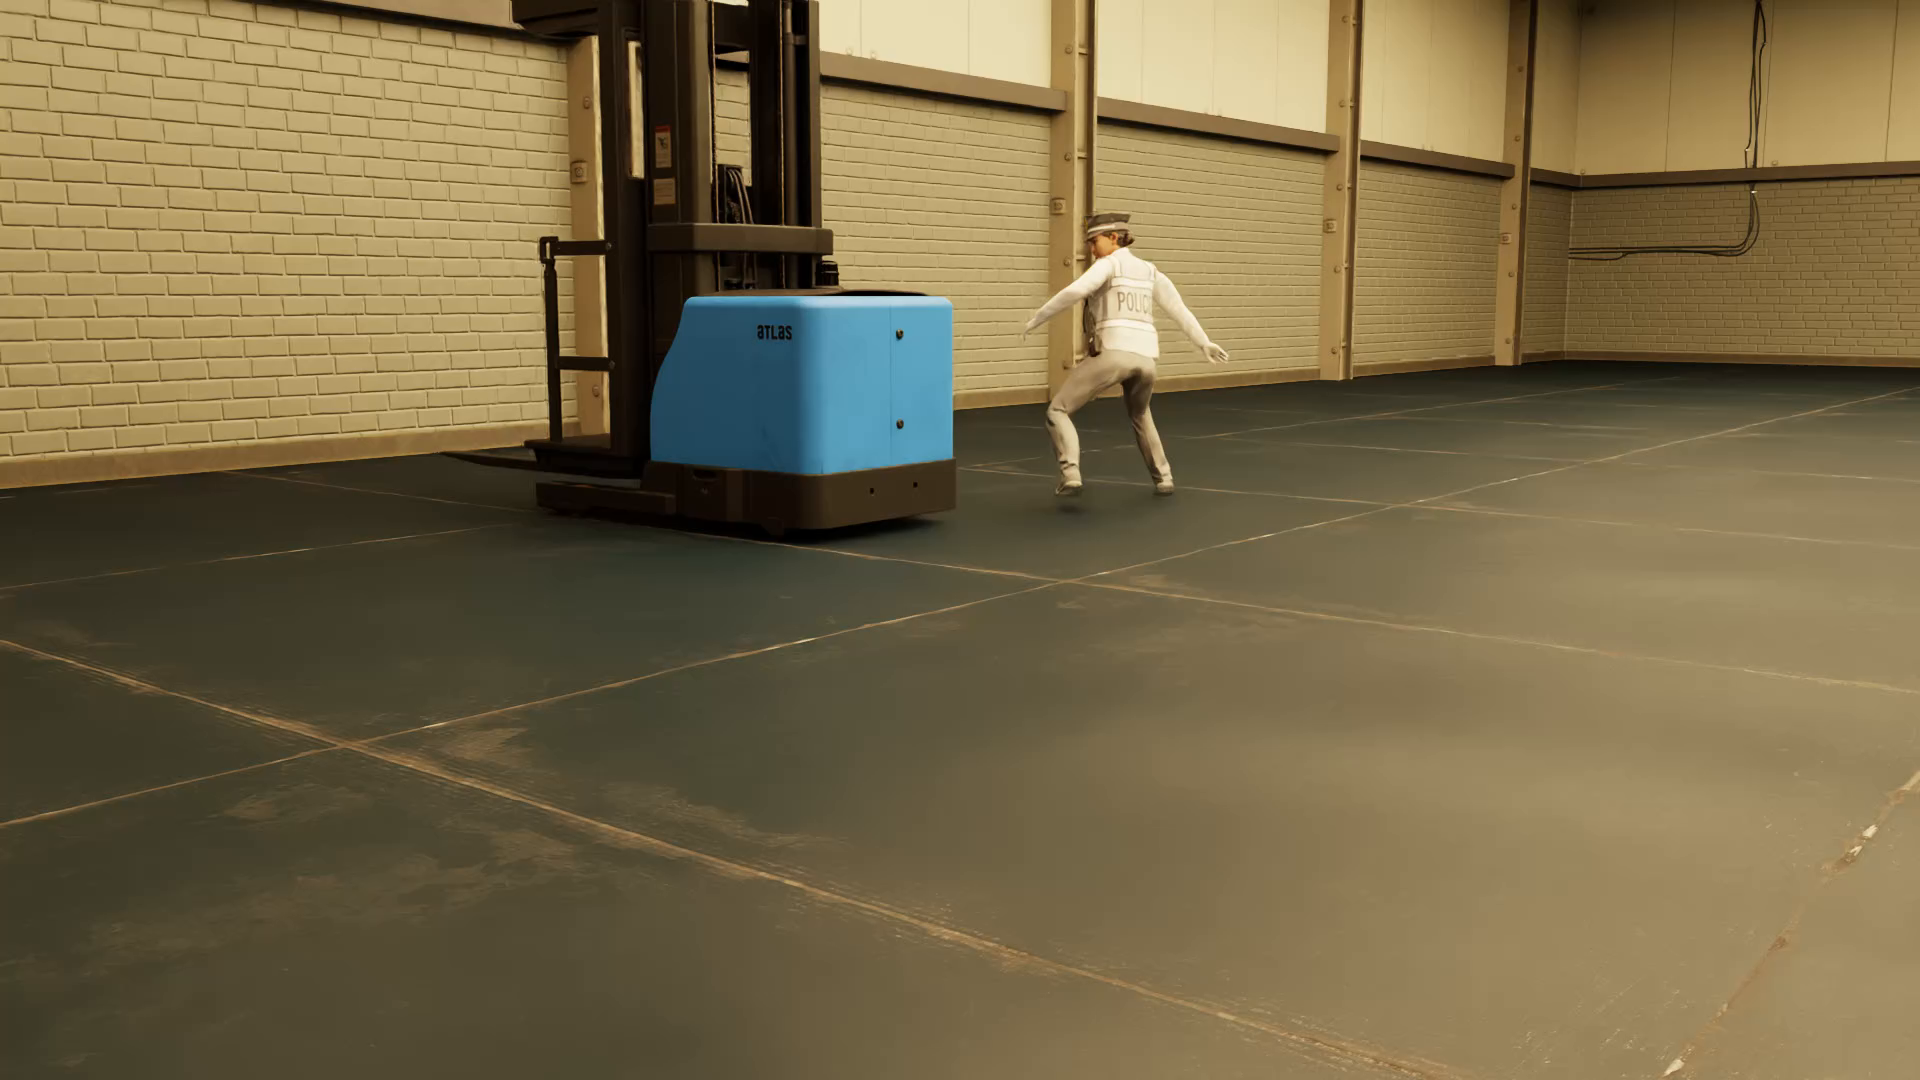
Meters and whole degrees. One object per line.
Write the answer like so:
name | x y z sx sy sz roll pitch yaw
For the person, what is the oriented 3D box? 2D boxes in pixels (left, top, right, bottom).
person | 0.864 -0.910 8.745 1.060 1.606 0.520 -5 10 -32

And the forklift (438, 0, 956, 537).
forklift | -1.485 -1.613 8.303 3.031 2.935 1.130 7 11 38
